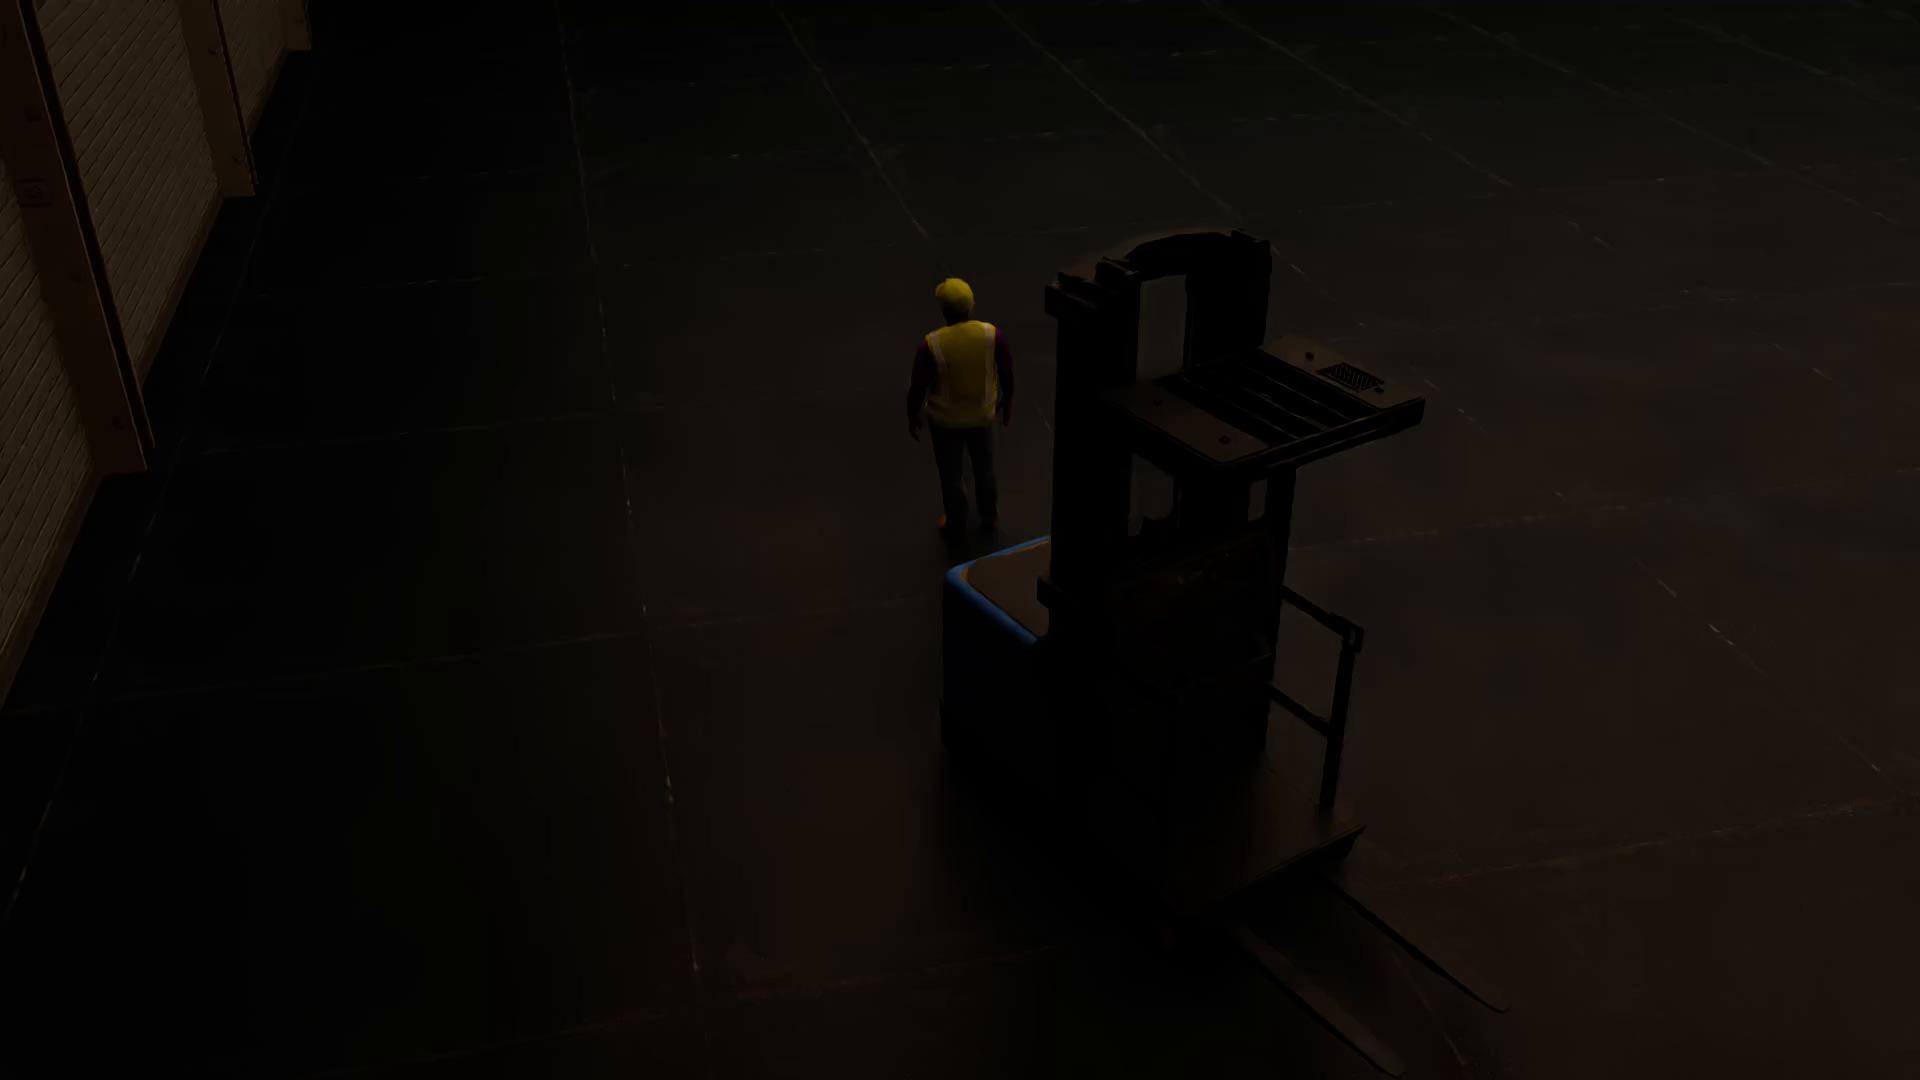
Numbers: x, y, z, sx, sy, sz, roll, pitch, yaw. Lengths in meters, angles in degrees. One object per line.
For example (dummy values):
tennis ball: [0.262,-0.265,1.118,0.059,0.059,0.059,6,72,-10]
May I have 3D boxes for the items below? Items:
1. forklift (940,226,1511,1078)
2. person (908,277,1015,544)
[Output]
forklift: [1.134,0.286,7.080,1.130,2.935,3.031,-18,35,-29]
person: [-0.011,-0.805,10.114,0.665,1.766,0.576,-7,31,-12]
